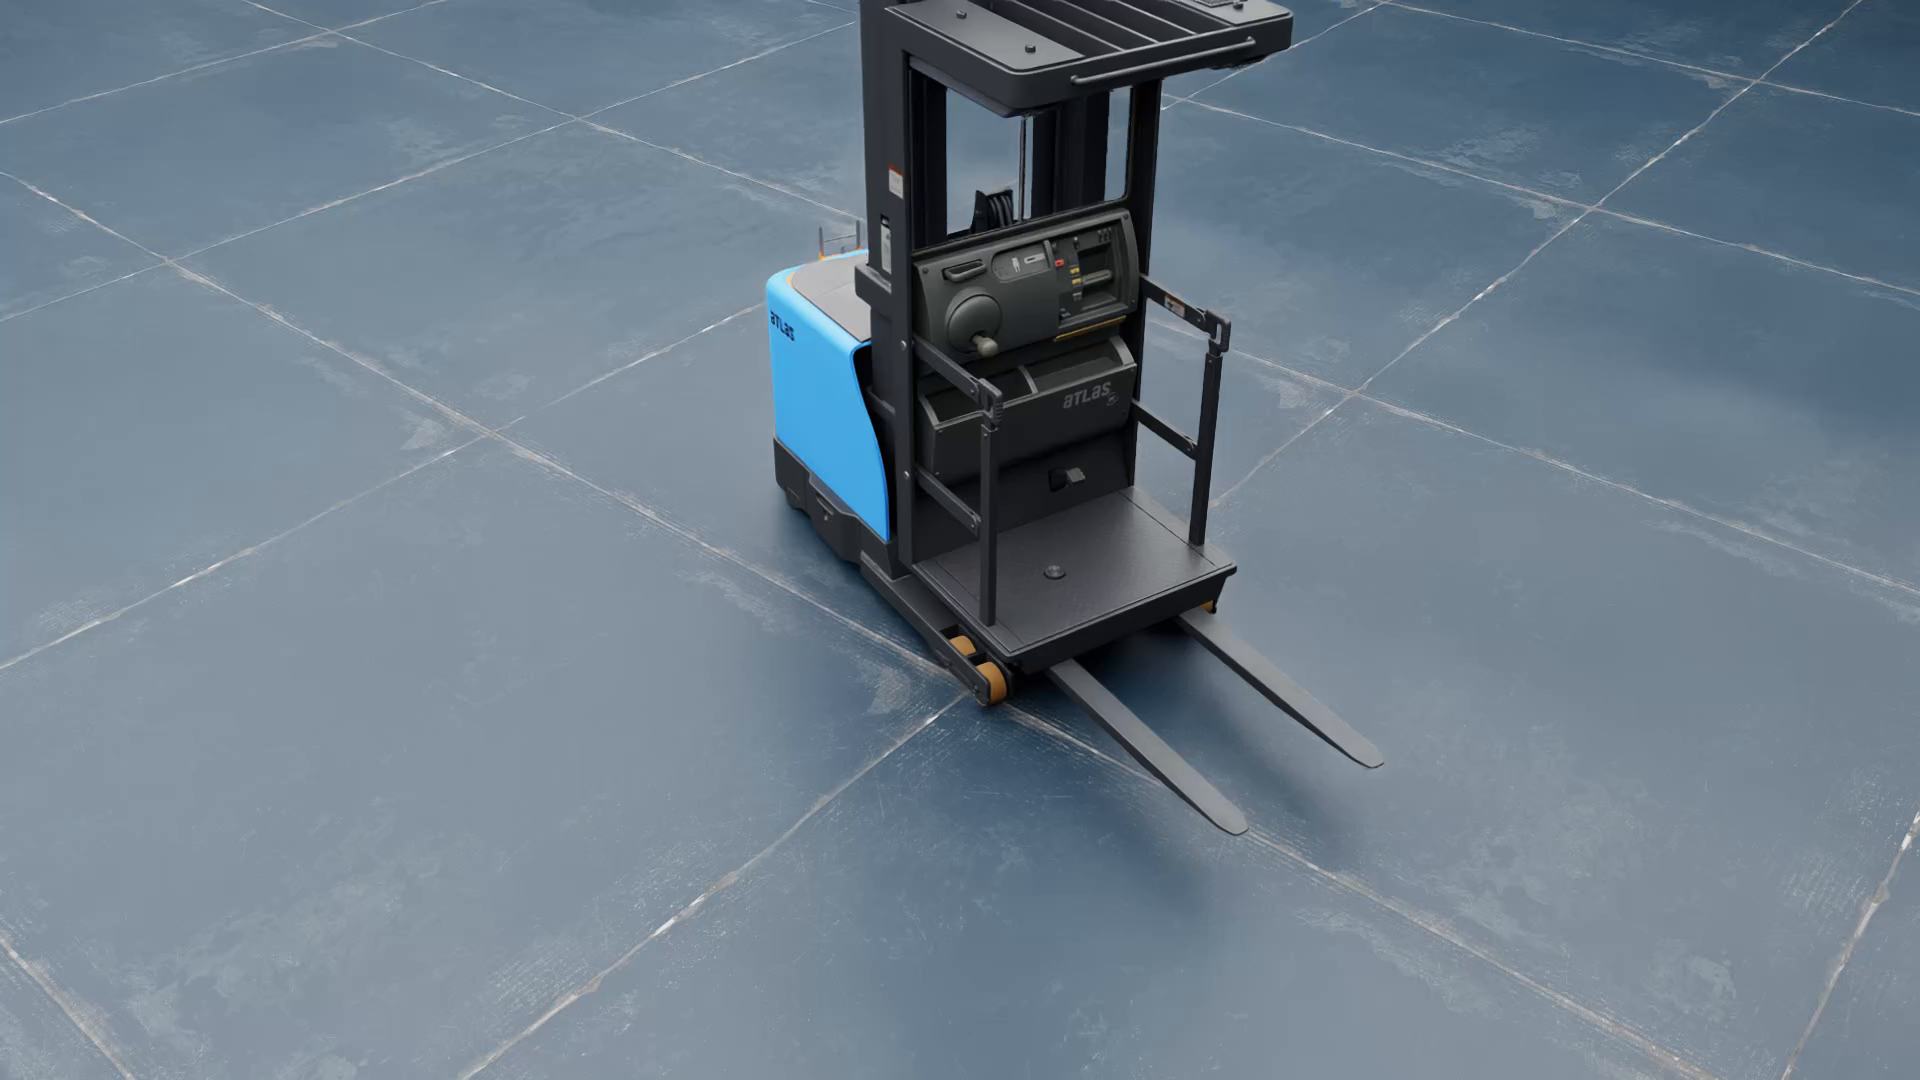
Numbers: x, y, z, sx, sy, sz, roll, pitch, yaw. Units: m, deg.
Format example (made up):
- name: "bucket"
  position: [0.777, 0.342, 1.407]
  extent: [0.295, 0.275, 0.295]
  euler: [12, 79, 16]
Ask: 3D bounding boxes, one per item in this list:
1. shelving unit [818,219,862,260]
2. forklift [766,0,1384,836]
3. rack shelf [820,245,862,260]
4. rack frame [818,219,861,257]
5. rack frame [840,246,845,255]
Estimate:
- name: "shelving unit"
  position: [-0.482, -0.920, 7.655]
  extent: [0.215, 1.050, 0.252]
  euler: [-16, 36, -22]
- name: "forklift"
  position: [0.378, -0.882, 5.945]
  extent: [1.130, 2.935, 3.031]
  euler: [-20, 39, -26]
- name: "rack shelf"
  position: [-0.485, -1.150, 7.507]
  extent: [0.215, 0.259, 0.240]
  euler: [-16, 36, -22]
- name: "rack frame"
  position: [-0.538, -0.978, 7.746]
  extent: [0.200, 1.050, 0.008]
  euler: [-16, 36, -22]
- name: "rack frame"
  position: [-0.426, -0.862, 7.563]
  extent: [0.200, 1.050, 0.008]
  euler: [-16, 36, -22]
